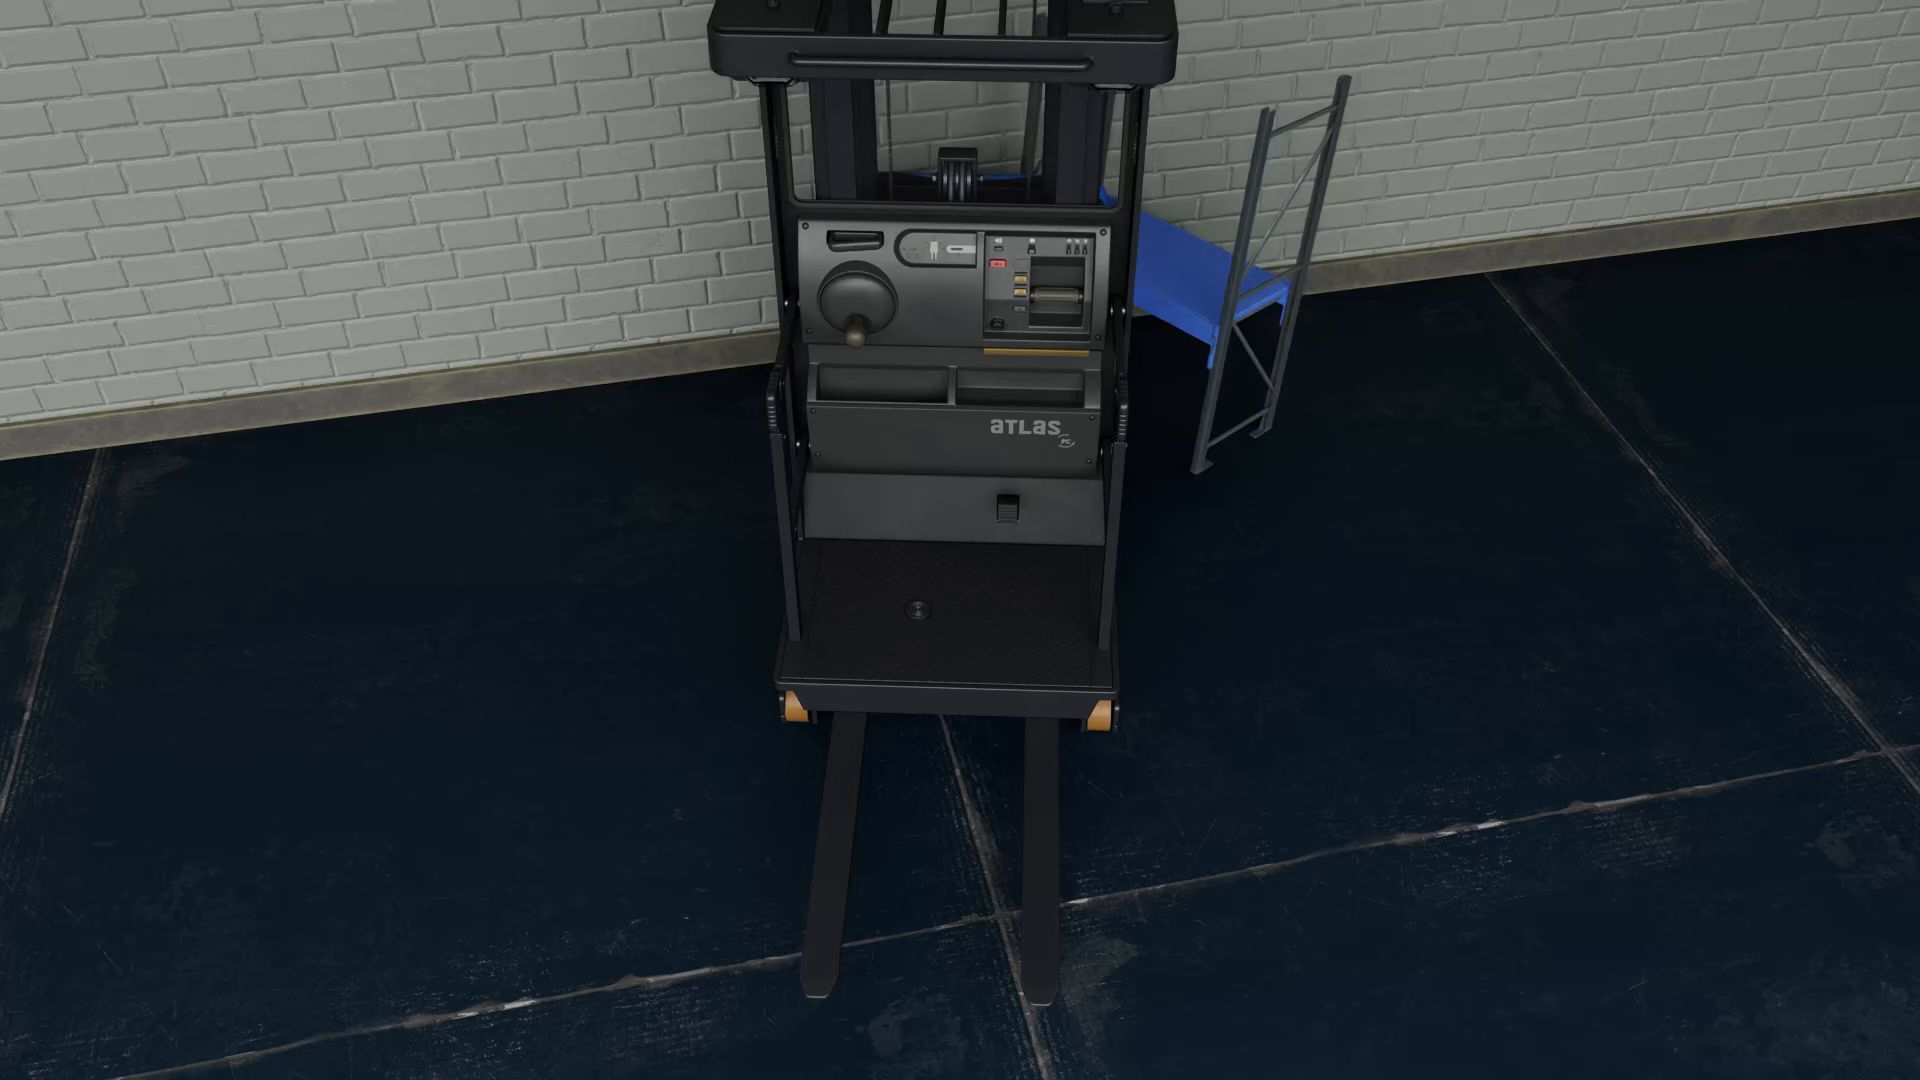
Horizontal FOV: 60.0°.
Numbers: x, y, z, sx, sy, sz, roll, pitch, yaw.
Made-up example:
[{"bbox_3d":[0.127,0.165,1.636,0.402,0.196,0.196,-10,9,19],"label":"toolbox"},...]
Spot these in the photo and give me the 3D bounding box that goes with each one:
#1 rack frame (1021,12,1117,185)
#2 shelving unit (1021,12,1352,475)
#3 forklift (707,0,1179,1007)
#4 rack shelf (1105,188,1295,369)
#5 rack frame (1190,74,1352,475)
[{"bbox_3d":[0.413,-1.430,6.684,0.032,1.500,0.500,34,46,31],"label":"rack frame"},{"bbox_3d":[0.775,-1.188,6.422,1.048,1.500,0.538,34,46,31],"label":"shelving unit"},{"bbox_3d":[-0.025,-0.683,4.812,1.130,2.935,3.031,2,42,2],"label":"forklift"},{"bbox_3d":[0.762,-1.047,6.534,1.000,0.185,0.538,34,46,31],"label":"rack shelf"},{"bbox_3d":[1.136,-0.945,6.160,0.032,1.500,0.500,34,46,31],"label":"rack frame"}]
